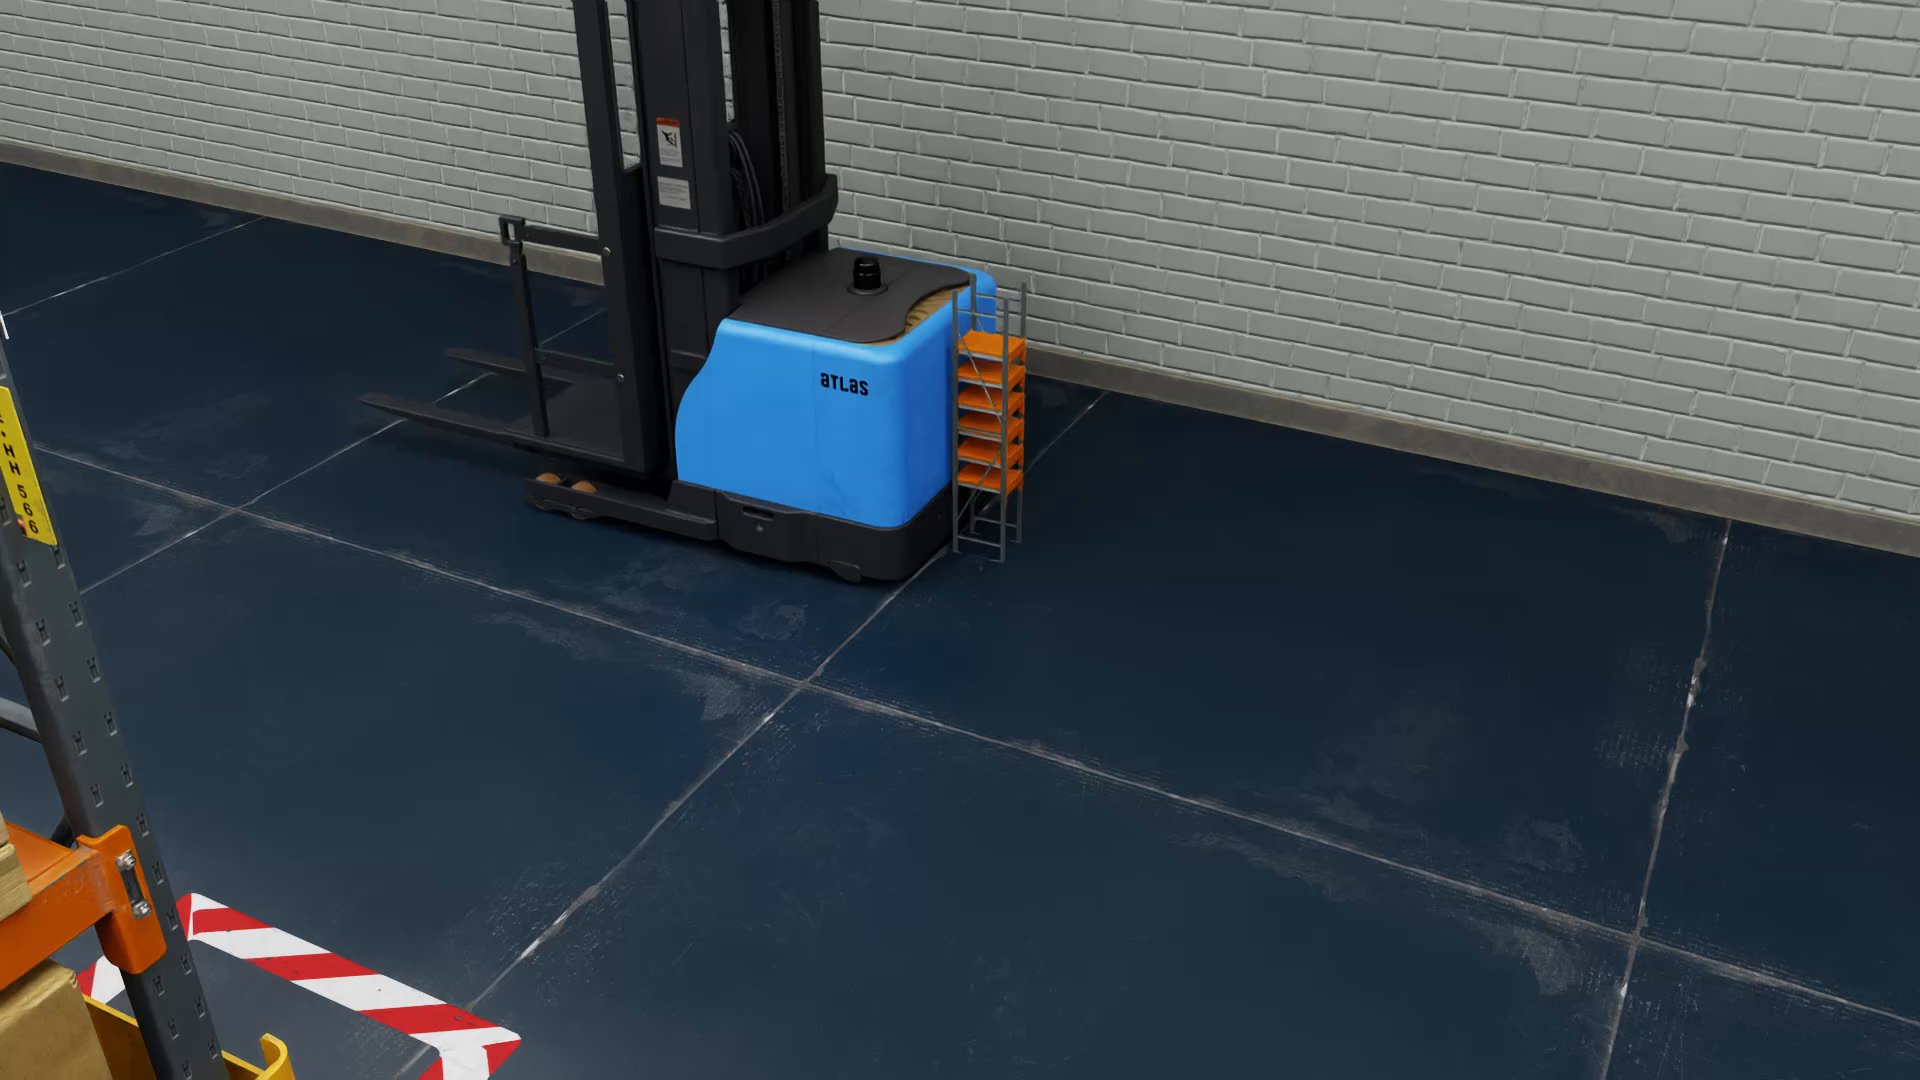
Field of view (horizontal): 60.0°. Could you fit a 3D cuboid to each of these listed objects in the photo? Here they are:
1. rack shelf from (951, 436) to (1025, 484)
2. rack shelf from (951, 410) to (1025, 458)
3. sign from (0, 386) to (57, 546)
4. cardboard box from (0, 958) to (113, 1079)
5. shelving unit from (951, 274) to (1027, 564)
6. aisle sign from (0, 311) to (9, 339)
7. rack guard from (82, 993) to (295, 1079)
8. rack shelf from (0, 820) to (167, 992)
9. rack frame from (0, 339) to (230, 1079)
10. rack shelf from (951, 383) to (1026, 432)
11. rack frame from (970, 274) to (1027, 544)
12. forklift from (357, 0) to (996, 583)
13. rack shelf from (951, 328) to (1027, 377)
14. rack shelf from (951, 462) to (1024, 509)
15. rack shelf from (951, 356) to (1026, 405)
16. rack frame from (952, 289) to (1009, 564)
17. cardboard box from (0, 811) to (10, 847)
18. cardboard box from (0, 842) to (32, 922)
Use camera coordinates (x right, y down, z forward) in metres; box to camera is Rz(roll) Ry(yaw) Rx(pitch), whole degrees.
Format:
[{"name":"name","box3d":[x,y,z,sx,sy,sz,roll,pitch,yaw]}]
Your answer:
[{"name":"rack shelf","box3d":[0.117,-0.343,6.973,0.258,0.103,0.180,13,32,21]},{"name":"rack shelf","box3d":[0.117,-0.447,6.913,0.258,0.103,0.180,13,32,21]},{"name":"sign","box3d":[-1.753,-0.141,3.083,0.100,0.325,0.005,14,33,23]},{"name":"cardboard box","box3d":[-2.450,1.376,3.554,0.875,0.875,0.875,14,33,23]},{"name":"shelving unit","box3d":[0.117,-0.486,6.891,0.258,1.200,0.189,13,32,21]},{"name":"aisle sign","box3d":[-1.929,-0.757,2.945,0.394,0.787,0.004,14,33,23]},{"name":"rack guard","box3d":[-2.218,1.408,4.296,1.175,0.500,0.348,14,33,23]},{"name":"rack shelf","box3d":[-3.140,1.533,2.291,1.077,0.370,4.000,14,33,23]},{"name":"rack frame","box3d":[-2.229,0.335,3.655,1.000,3.000,0.127,14,33,23]},{"name":"rack shelf","box3d":[0.117,-0.551,6.854,0.258,0.103,0.180,13,32,21]},{"name":"rack frame","box3d":[0.155,-0.528,6.964,0.240,1.200,0.006,13,32,21]},{"name":"forklift","box3d":[-1.388,-1.583,7.064,3.031,2.935,1.130,13,32,22]},{"name":"rack shelf","box3d":[0.117,-0.760,6.734,0.258,0.103,0.180,13,32,21]},{"name":"rack shelf","box3d":[0.117,-0.239,7.033,0.258,0.103,0.180,13,32,21]},{"name":"rack shelf","box3d":[0.117,-0.656,6.794,0.258,0.103,0.180,13,32,21]},{"name":"rack frame","box3d":[0.080,-0.444,6.819,0.240,1.200,0.006,13,32,21]},{"name":"cardboard box","box3d":[-2.214,0.546,3.140,0.500,0.250,0.500,14,33,23]},{"name":"cardboard box","box3d":[-2.098,0.676,3.313,0.380,0.149,0.250,15,33,24]}]
